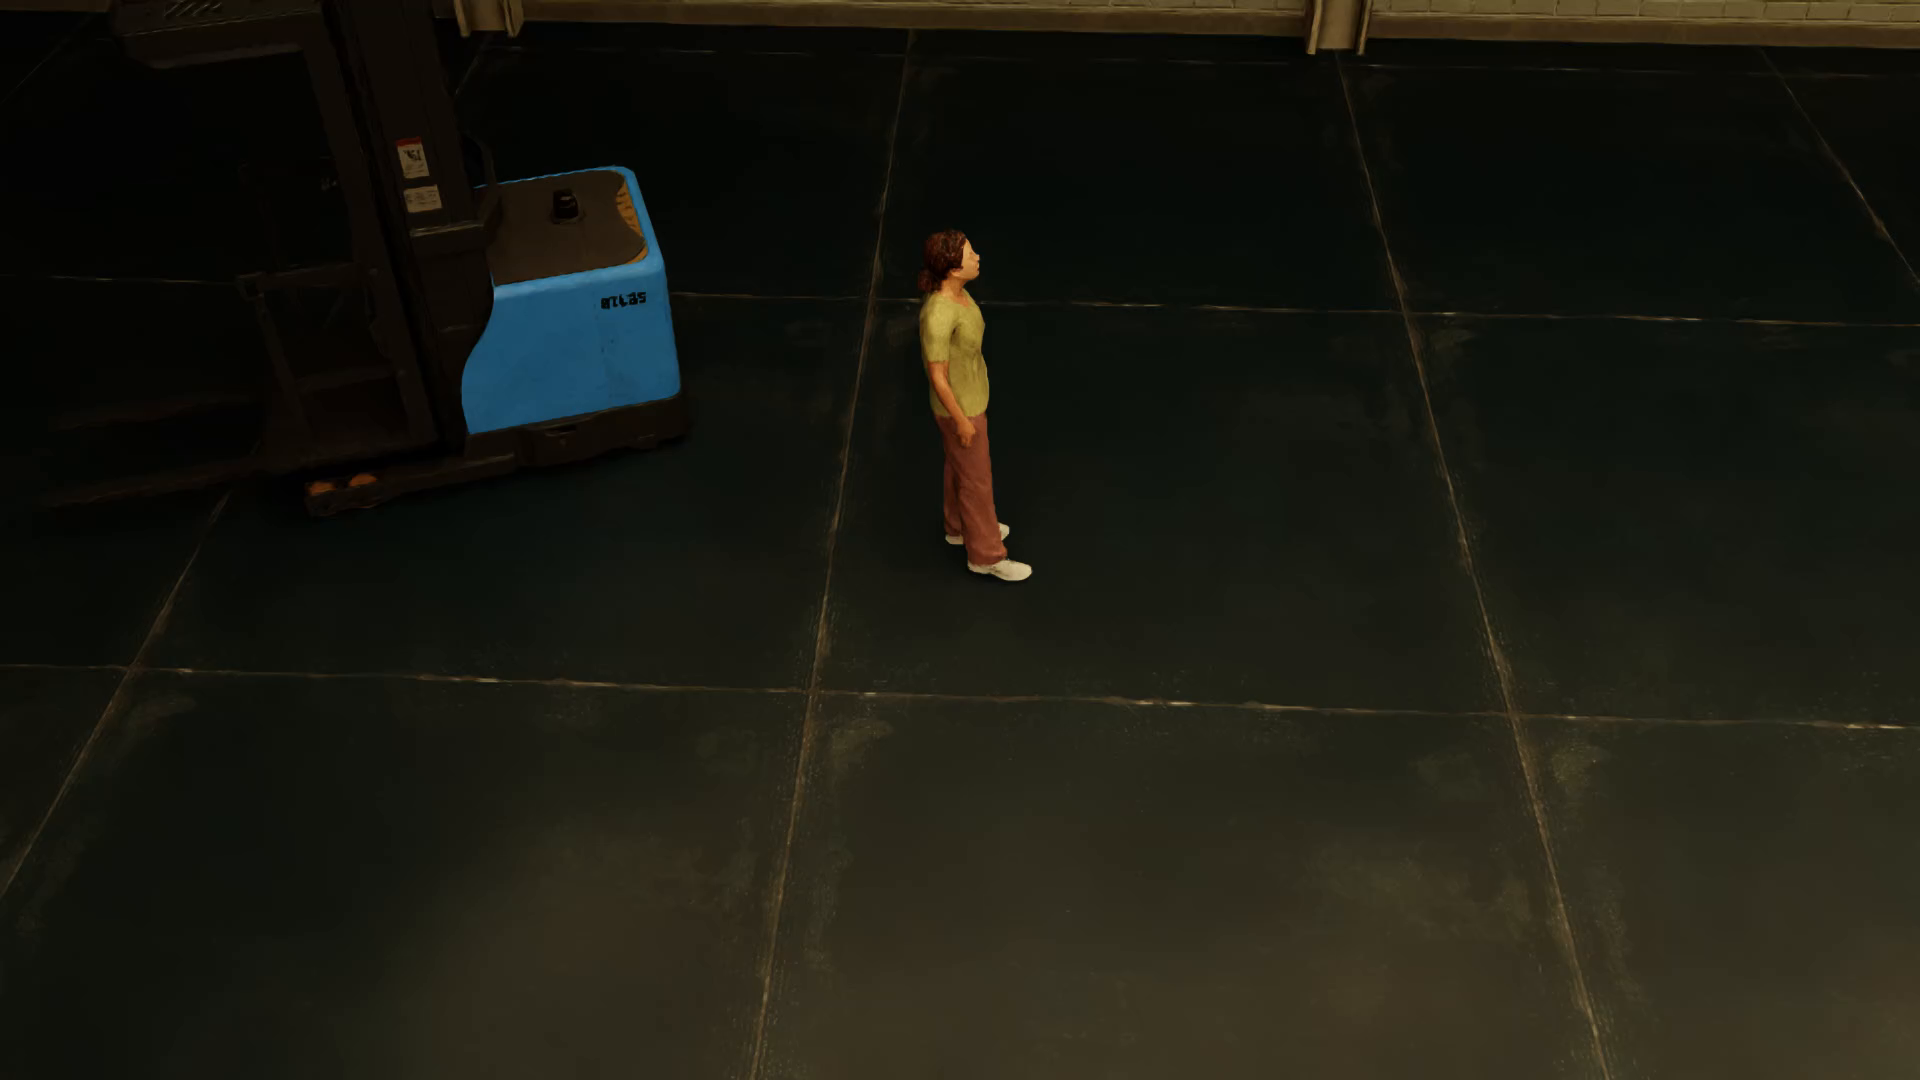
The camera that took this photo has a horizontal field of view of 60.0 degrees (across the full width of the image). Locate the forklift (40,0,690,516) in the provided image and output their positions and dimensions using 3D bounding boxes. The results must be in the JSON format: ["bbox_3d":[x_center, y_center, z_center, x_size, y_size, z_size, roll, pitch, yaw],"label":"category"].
[{"bbox_3d":[-2.950,-1.597,7.492,3.031,2.935,1.130,-12,44,-13],"label":"forklift"}]

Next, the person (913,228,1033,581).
[{"bbox_3d":[0.073,-0.615,7.336,0.548,1.674,0.554,2,42,2],"label":"person"}]
